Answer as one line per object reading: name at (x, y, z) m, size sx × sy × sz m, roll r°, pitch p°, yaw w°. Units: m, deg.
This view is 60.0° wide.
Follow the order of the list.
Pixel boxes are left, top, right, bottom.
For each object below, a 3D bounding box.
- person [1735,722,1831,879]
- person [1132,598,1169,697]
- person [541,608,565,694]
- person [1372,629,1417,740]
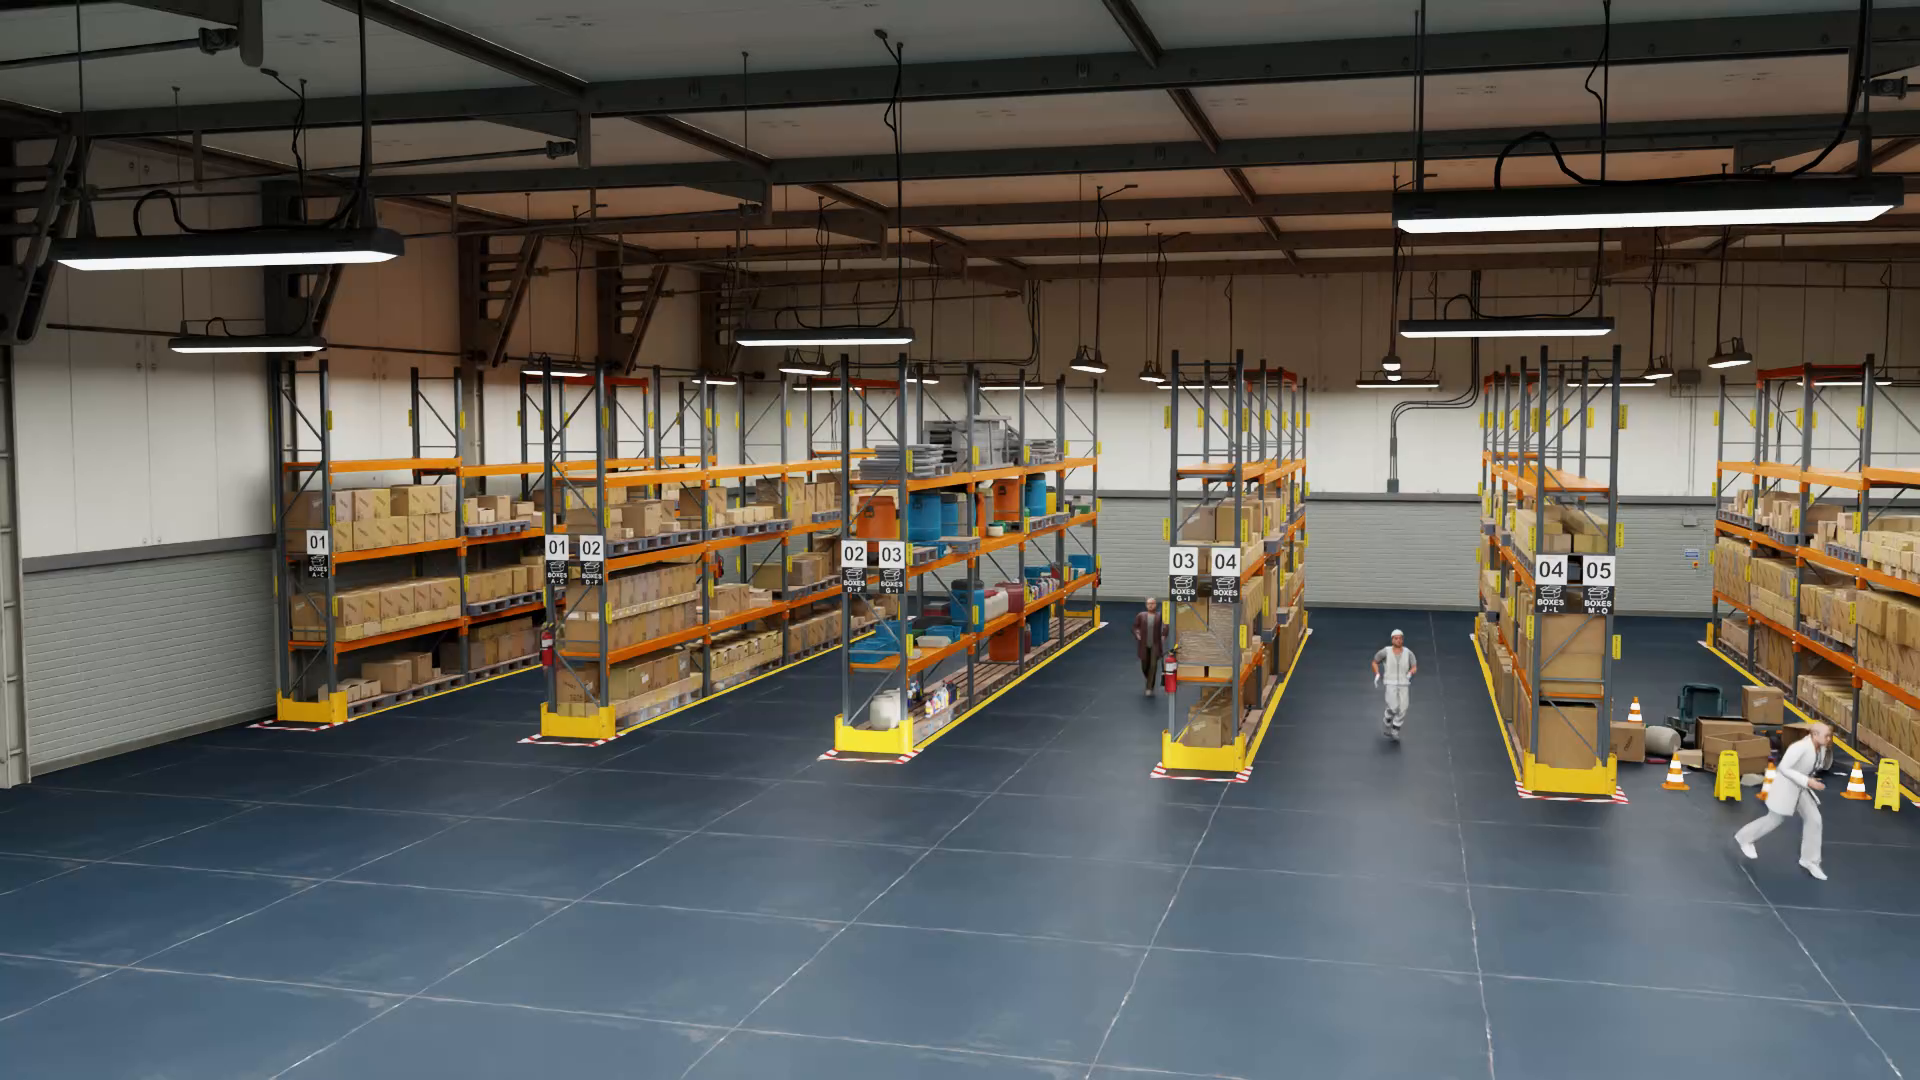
person at (9.198, 2.843, 18.564) m, size 0.754 × 1.742 × 1.083 m, roll -3°, pitch 5°, yaw -36°
person at (3.493, 1.935, 30.404) m, size 0.709 × 1.758 × 0.948 m, roll 1°, pitch 4°, yaw 11°
person at (-7.220, 2.041, 29.700) m, size 0.599 × 1.694 × 0.818 m, roll 0°, pitch 4°, yaw 6°
person at (6.789, 2.265, 25.859) m, size 0.657 × 1.742 × 0.557 m, roll 0°, pitch 4°, yaw 2°
